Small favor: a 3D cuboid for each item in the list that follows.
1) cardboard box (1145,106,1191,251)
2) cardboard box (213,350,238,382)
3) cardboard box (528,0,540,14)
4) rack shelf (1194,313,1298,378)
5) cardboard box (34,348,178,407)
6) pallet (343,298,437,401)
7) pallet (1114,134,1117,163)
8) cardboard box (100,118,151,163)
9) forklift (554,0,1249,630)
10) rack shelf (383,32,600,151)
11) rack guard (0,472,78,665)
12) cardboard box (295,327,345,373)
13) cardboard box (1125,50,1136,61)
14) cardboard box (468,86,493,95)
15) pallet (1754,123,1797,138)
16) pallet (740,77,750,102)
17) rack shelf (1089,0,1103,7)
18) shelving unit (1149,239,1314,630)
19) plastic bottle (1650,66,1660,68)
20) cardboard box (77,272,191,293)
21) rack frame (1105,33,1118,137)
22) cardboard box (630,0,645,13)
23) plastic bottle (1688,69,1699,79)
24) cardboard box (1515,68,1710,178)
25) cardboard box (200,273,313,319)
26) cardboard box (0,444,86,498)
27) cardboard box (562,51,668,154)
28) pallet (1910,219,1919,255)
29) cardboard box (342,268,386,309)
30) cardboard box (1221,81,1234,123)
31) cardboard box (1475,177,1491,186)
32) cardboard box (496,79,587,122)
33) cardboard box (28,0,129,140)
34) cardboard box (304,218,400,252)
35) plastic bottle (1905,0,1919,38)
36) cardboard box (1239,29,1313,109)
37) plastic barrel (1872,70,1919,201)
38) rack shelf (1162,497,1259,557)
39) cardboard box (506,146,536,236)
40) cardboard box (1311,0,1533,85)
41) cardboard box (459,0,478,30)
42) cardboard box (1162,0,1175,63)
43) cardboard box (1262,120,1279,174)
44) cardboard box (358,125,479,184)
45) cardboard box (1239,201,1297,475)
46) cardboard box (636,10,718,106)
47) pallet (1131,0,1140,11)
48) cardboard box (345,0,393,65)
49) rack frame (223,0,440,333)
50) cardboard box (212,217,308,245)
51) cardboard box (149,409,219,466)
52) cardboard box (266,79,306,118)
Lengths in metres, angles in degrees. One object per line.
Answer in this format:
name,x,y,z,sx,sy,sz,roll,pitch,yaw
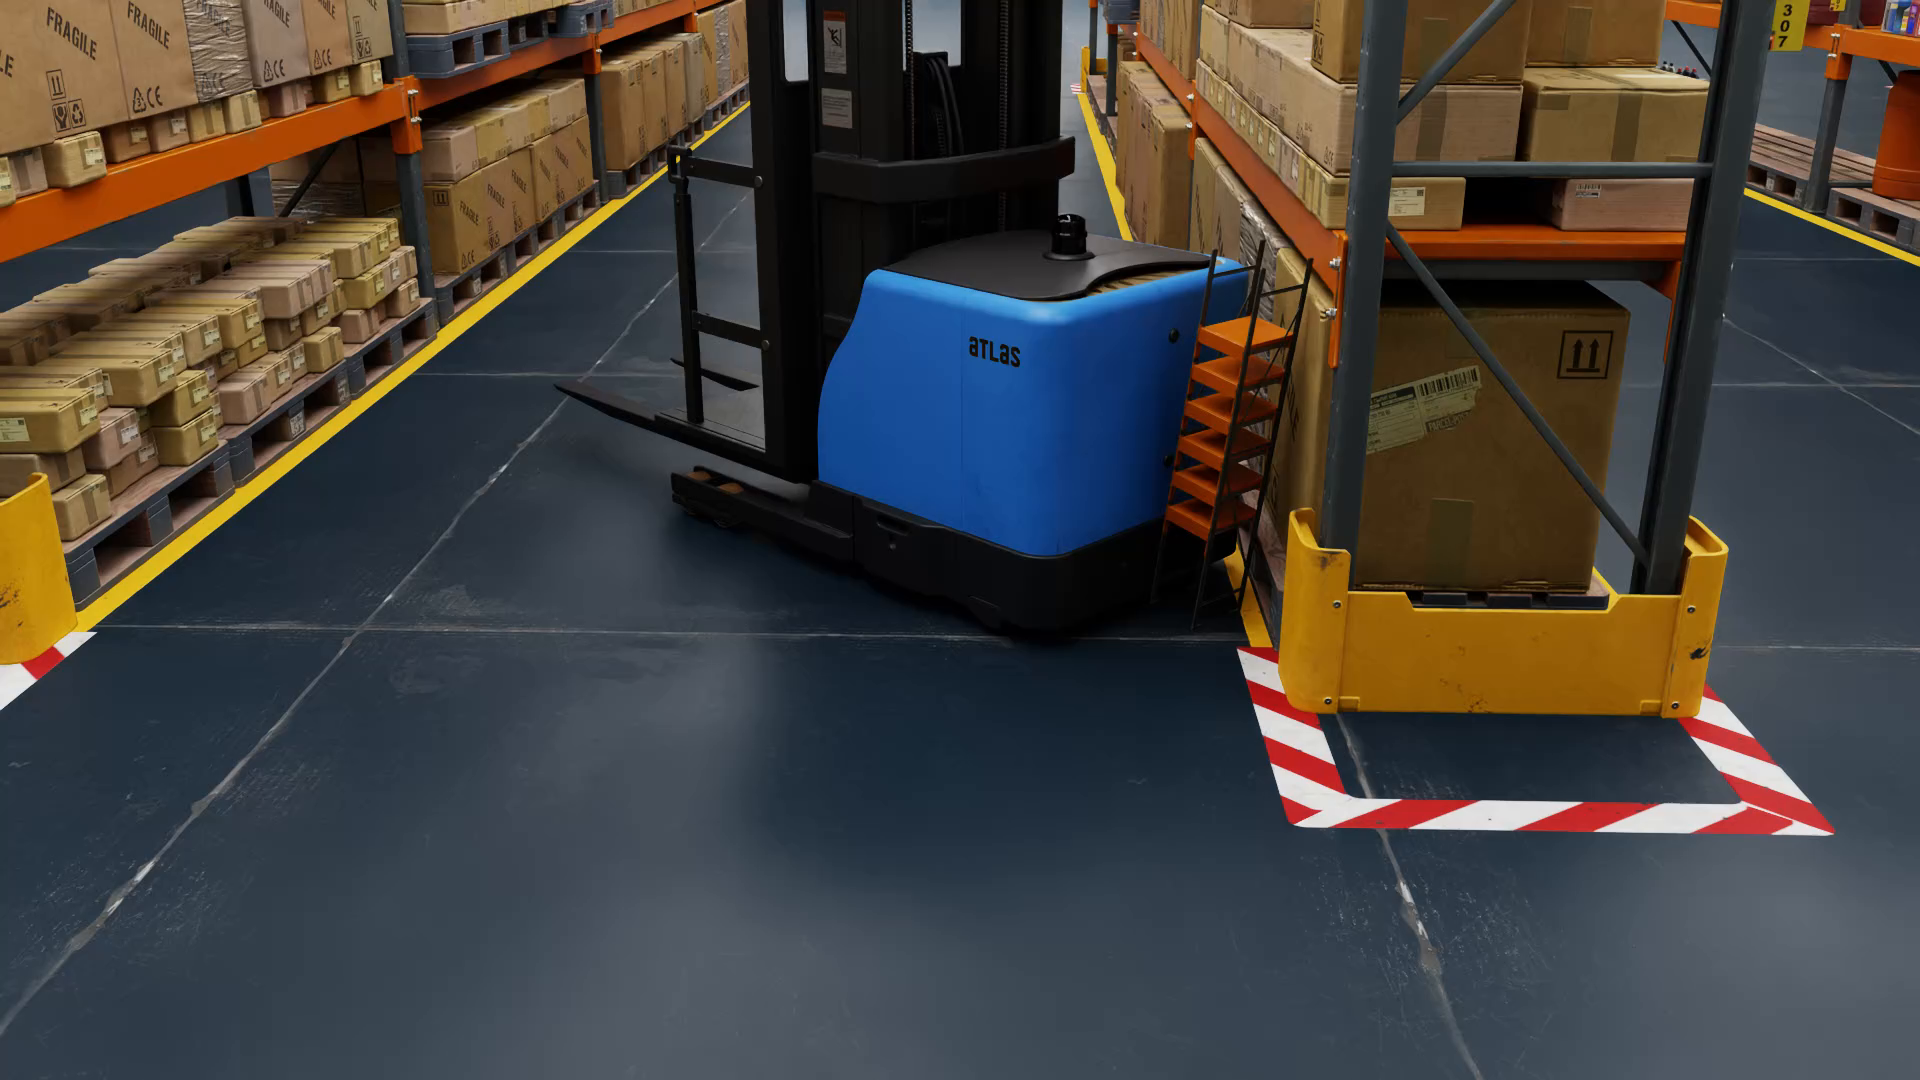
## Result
cardboard box,1.662,-1.851,9.010,1.225,0.875,0.875,1,21,2
cardboard box,-3.161,-0.726,6.703,0.380,0.149,0.250,2,21,4
cardboard box,-2.775,-3.285,10.114,0.380,0.149,0.250,0,21,-1
rack shelf,0.859,-0.587,4.999,0.258,0.103,0.180,-18,36,-38
cardboard box,-3.034,-0.580,5.914,0.380,0.149,0.250,1,21,1
pallet,-3.277,-0.962,8.217,1.003,0.211,1.213,1,21,2
pallet,1.850,-3.283,14.198,1.003,0.211,1.213,1,21,2
cardboard box,-3.144,-1.438,5.935,0.380,0.149,0.250,0,21,1
forklift,-0.441,-1.527,5.912,1.130,2.935,3.031,-20,29,-41
rack shelf,-3.231,-2.893,10.333,1.077,0.370,4.000,1,21,2
rack guard,-3.411,0.079,5.135,1.175,0.500,0.348,1,21,2
cardboard box,-2.994,-0.852,7.440,0.380,0.149,0.250,1,21,2
cardboard box,1.968,-4.689,16.841,0.500,0.500,0.500,8,22,19
cardboard box,-3.448,-2.902,11.199,0.500,0.250,0.500,0,21,1
pallet,6.872,-3.668,15.190,1.003,0.211,1.213,1,21,2
pallet,-2.873,-5.254,19.279,1.003,0.211,1.213,1,21,2
rack shelf,1.967,-5.695,17.553,1.077,0.370,4.000,1,21,2
shelving unit,0.827,-0.310,5.146,0.258,1.200,0.189,-18,36,-38
plastic bottle,7.326,-4.874,17.602,0.152,0.276,0.135,1,21,2
cardboard box,-3.536,-1.051,7.130,0.380,0.149,0.250,0,21,-1
rack frame,1.906,-5.307,15.559,1.000,3.000,0.127,1,21,2
cardboard box,-2.858,-4.524,13.403,0.500,0.500,0.500,1,21,2
plastic bottle,7.296,-4.510,16.559,0.144,0.351,0.185,1,21,3
cardboard box,1.826,-1.207,4.790,0.500,0.250,0.500,0,21,0
cardboard box,-3.008,-1.046,7.115,0.380,0.149,0.250,0,21,0
cardboard box,-3.141,-0.251,5.479,0.380,0.149,0.250,2,21,4
cardboard box,-3.038,-3.634,13.777,1.050,0.750,0.750,1,21,2
pallet,6.713,-1.781,10.326,1.003,0.211,1.213,1,21,2
cardboard box,-2.970,-1.198,7.920,0.380,0.149,0.250,0,21,0
cardboard box,1.292,-1.816,6.910,0.380,0.149,0.250,0,21,1
cardboard box,1.903,-1.255,5.465,0.380,0.149,0.250,0,21,1
cardboard box,-2.929,-3.082,11.663,0.500,0.250,0.500,0,21,0
cardboard box,-3.133,-1.598,5.450,0.500,0.500,0.500,1,21,2
cardboard box,-3.042,-1.518,8.333,0.380,0.149,0.250,1,21,3
plastic bottle,6.343,-3.480,11.014,0.061,0.283,0.133,1,21,2
cardboard box,1.334,-1.771,6.242,0.500,0.250,0.500,1,21,2
plastic barrel,6.737,-2.813,11.552,0.600,0.830,0.708,1,21,2
rack shelf,0.799,-0.059,5.278,0.258,0.103,0.180,-18,36,-38
cardboard box,-2.987,-2.181,10.378,0.500,0.500,0.500,1,21,3
cardboard box,1.293,-1.565,4.676,0.500,0.500,0.500,1,21,2
cardboard box,-2.817,-2.822,8.921,0.380,0.149,0.250,1,21,2
cardboard box,1.435,-3.001,9.478,0.500,0.500,0.500,0,21,1
cardboard box,1.253,-1.353,5.716,0.380,0.149,0.250,0,21,0
cardboard box,-3.005,-2.150,9.261,0.500,0.250,0.500,0,21,-1
cardboard box,1.509,-0.735,6.132,0.875,0.875,0.875,1,21,2
cardboard box,-2.959,-4.830,16.687,0.875,0.875,0.875,1,21,2
pallet,1.804,-4.487,13.712,1.003,0.211,1.213,1,21,2
cardboard box,-3.024,-2.513,7.809,0.500,0.500,0.500,1,21,2
rack frame,-3.292,-2.505,8.339,1.000,3.000,0.127,1,21,2
cardboard box,-3.509,-1.527,8.356,0.380,0.149,0.250,1,21,4
cardboard box,-3.033,-0.388,6.244,0.380,0.149,0.250,1,21,2
cardboard box,-3.044,-1.901,7.128,0.380,0.149,0.250,0,21,-1
